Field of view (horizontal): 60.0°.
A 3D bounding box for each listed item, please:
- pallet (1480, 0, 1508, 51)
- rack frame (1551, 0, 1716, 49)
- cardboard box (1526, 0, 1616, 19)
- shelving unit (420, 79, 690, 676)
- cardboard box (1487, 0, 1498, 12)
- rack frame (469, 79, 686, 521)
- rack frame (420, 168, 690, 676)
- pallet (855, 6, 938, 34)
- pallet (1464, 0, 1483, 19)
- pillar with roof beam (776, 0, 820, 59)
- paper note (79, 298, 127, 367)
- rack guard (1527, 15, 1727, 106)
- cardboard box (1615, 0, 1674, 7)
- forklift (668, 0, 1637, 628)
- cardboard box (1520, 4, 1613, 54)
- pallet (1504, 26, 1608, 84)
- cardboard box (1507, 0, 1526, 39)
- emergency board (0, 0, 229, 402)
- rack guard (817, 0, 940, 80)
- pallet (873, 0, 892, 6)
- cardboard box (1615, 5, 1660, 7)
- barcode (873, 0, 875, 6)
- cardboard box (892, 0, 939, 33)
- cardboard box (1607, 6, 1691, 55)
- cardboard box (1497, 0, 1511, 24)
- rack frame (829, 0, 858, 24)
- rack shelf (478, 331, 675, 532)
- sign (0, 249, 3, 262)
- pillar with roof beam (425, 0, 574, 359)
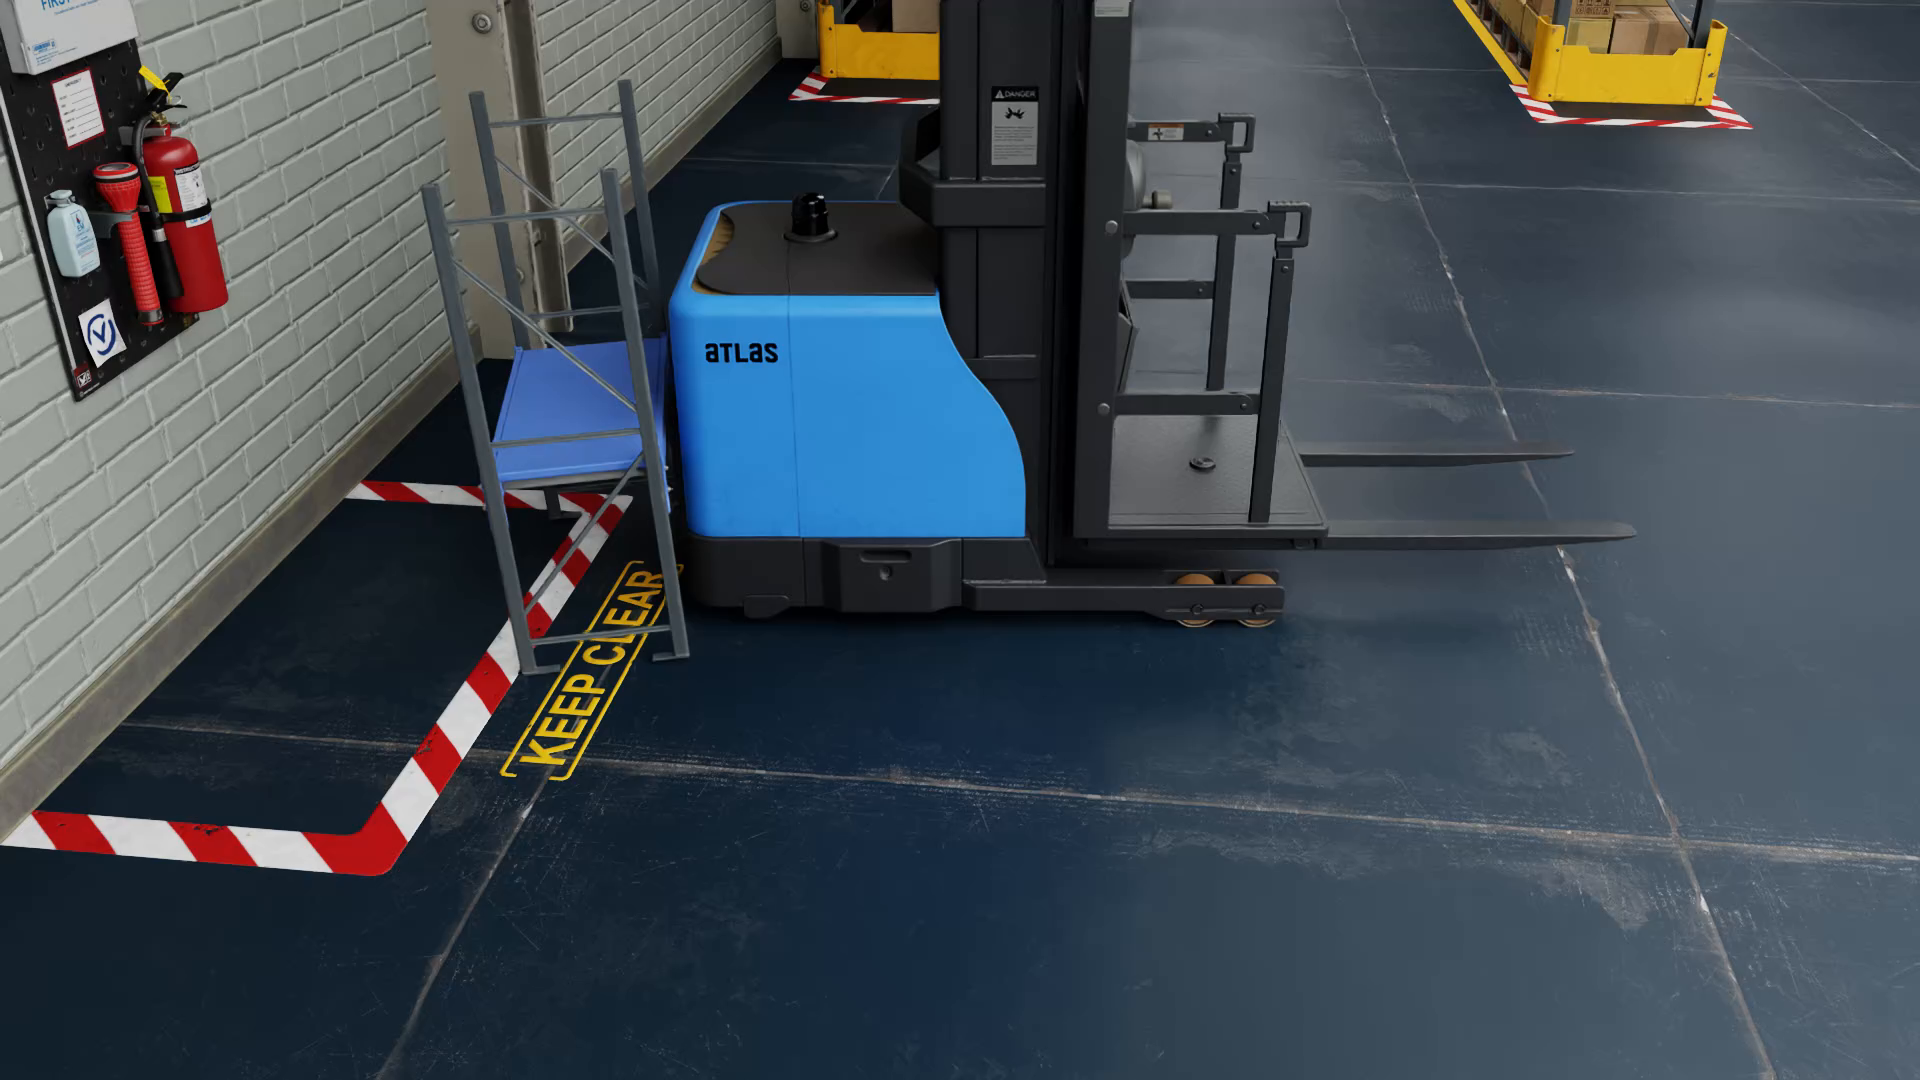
[{"bbox_3d":[4.702,-4.064,13.071,1.003,0.211,1.213,3,28,6],"label":"pallet"},{"bbox_3d":[4.498,-4.357,10.674,1.000,3.000,0.127,3,28,6],"label":"rack frame"},{"bbox_3d":[4.269,-3.931,11.549,0.500,0.500,0.500,3,28,6],"label":"cardboard box"},{"bbox_3d":[-1.174,-0.521,5.112,0.538,1.500,1.048,-6,29,-6],"label":"shelving unit"},{"bbox_3d":[4.443,-4.307,13.039,0.500,0.250,0.500,3,28,6],"label":"cardboard box"},{"bbox_3d":[-1.243,-0.760,5.555,0.500,1.500,0.032,-6,29,-6],"label":"rack frame"},{"bbox_3d":[-1.105,-0.282,4.669,0.500,1.500,0.032,-6,29,-6],"label":"rack frame"},{"bbox_3d":[-0.275,-3.831,12.639,1.003,0.211,1.213,3,28,6],"label":"pallet"},{"bbox_3d":[4.849,-4.640,14.140,1.003,0.211,1.213,3,28,6],"label":"pallet"},{"bbox_3d":[3.081,-7.413,10.023,9.100,9.000,0.400,3,28,6],"label":"pillar with roof beam"},{"bbox_3d":[-2.357,-0.570,4.574,0.016,0.148,0.142,3,28,6],"label":"paper note"},{"bbox_3d":[4.495,-3.245,11.246,1.175,0.500,0.348,3,28,6],"label":"rack guard"},{"bbox_3d":[4.844,-4.136,11.930,0.500,0.500,0.500,3,28,6],"label":"cardboard box"},{"bbox_3d":[0.651,-1.267,5.012,3.031,2.935,1.130,0,28,0],"label":"forklift"},{"bbox_3d":[4.271,-3.601,11.727,0.500,0.250,0.500,3,28,6],"label":"cardboard box"},{"bbox_3d":[4.550,-3.491,12.008,1.003,0.211,1.213,3,28,6],"label":"pallet"},{"bbox_3d":[4.320,-3.837,12.165,0.500,0.250,0.500,3,28,6],"label":"cardboard box"},{"bbox_3d":[-2.267,-1.037,4.513,0.194,1.169,0.643,3,28,6],"label":"emergency board"},{"bbox_3d":[-0.409,-3.578,11.864,1.175,0.500,0.348,3,28,6],"label":"rack guard"},{"bbox_3d":[-0.123,-4.404,13.702,1.003,0.211,1.213,3,28,6],"label":"pallet"},{"bbox_3d":[4.842,-3.806,12.108,0.500,0.250,0.500,3,28,6],"label":"cardboard box"},{"bbox_3d":[-0.639,-4.009,12.390,0.001,0.075,0.075,3,28,6],"label":"barcode"},{"bbox_3d":[-0.245,-3.973,12.333,0.500,0.311,0.500,0,28,0],"label":"cardboard box"},{"bbox_3d":[4.785,-3.570,11.671,0.500,0.250,0.500,3,28,6],"label":"cardboard box"},{"bbox_3d":[4.380,-4.072,12.602,0.500,0.250,0.500,3,28,6],"label":"cardboard box"},{"bbox_3d":[-0.419,-4.643,11.205,1.000,3.000,0.127,3,28,6],"label":"rack frame"},{"bbox_3d":[-1.166,-0.363,5.198,0.538,0.185,1.000,-6,29,-6],"label":"rack shelf"},{"bbox_3d":[-2.437,-0.799,4.032,0.001,0.329,0.234,3,28,6],"label":"sign"},{"bbox_3d":[2.346,-4.589,4.780,9.100,9.000,0.400,3,28,6],"label":"pillar with roof beam"}]
